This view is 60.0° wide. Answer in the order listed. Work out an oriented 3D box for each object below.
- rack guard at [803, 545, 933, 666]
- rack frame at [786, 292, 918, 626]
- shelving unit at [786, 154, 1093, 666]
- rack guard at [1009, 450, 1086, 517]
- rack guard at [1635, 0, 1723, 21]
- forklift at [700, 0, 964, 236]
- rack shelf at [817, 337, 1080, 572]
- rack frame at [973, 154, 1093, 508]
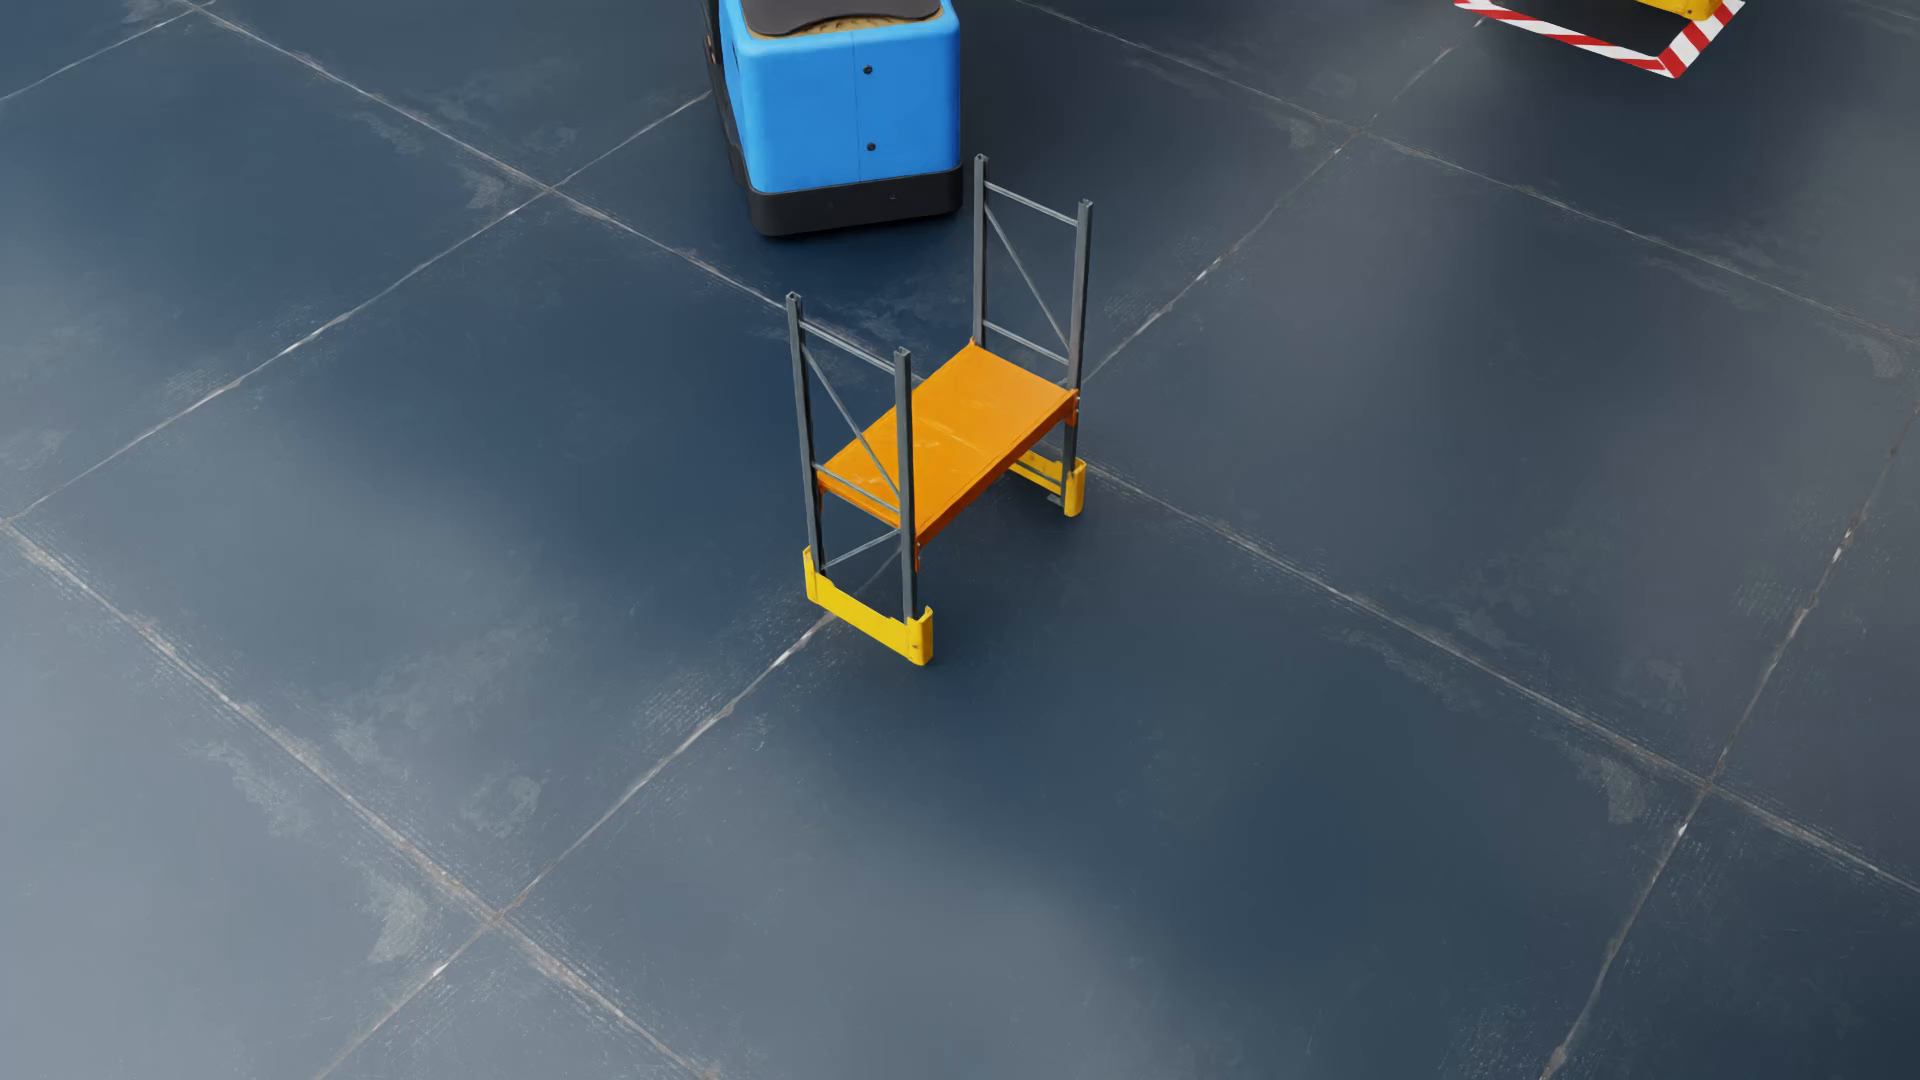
[{"bbox_3d":[-0.351,0.242,6.346,0.587,0.250,0.087,29,53,25],"label":"rack guard"},{"bbox_3d":[4.636,-4.949,10.233,0.520,1.800,16.358,29,53,25],"label":"rack frame"},{"bbox_3d":[4.625,-4.951,10.235,0.587,1.800,16.366,29,53,25],"label":"shelving unit"},{"bbox_3d":[0.258,-0.328,6.890,0.587,0.250,0.087,29,53,25],"label":"rack guard"},{"bbox_3d":[3.935,-3.511,9.758,1.175,0.500,0.348,29,53,25],"label":"rack guard"},{"bbox_3d":[-0.813,-3.571,8.134,1.130,2.935,3.031,-9,47,-9],"label":"forklift"},{"bbox_3d":[-0.052,-0.345,6.291,0.538,0.185,1.000,29,53,25],"label":"rack shelf"},{"bbox_3d":[0.259,-0.760,6.439,0.500,1.500,0.032,29,53,25],"label":"rack frame"}]
